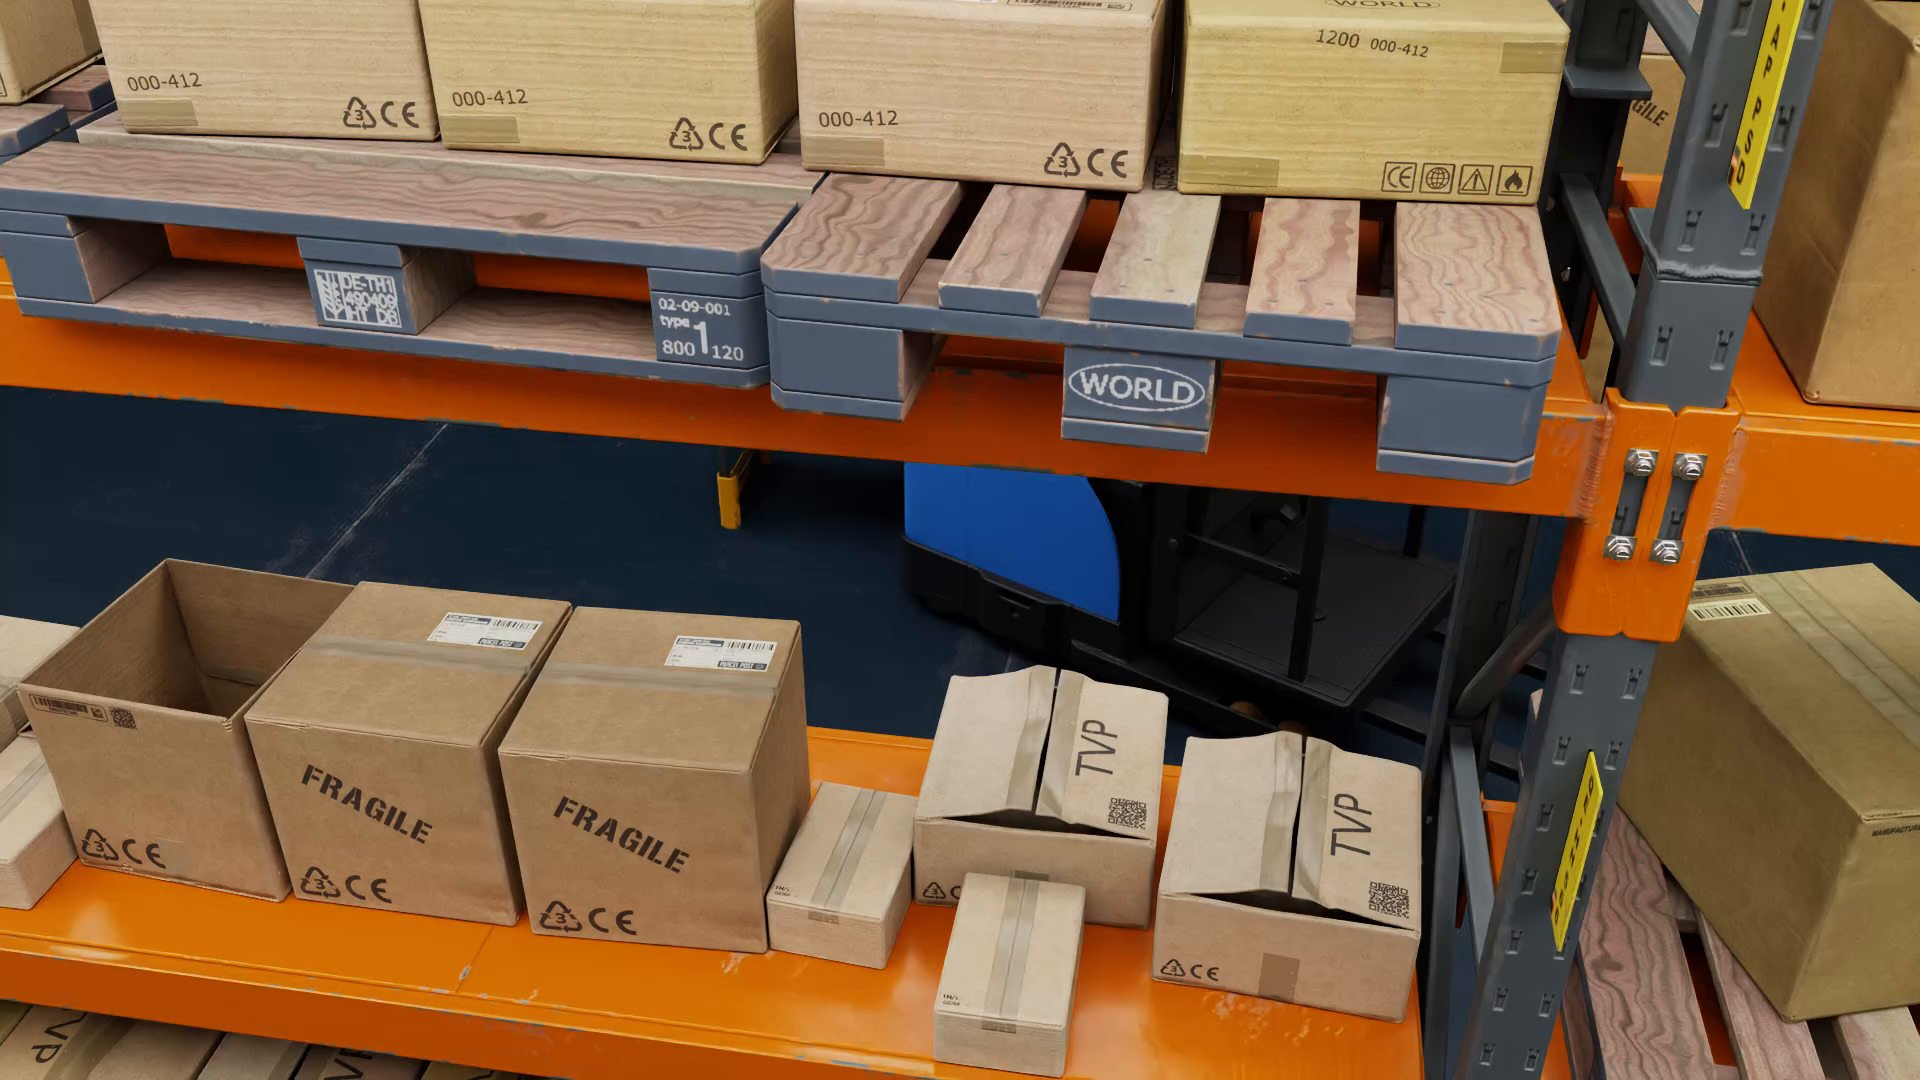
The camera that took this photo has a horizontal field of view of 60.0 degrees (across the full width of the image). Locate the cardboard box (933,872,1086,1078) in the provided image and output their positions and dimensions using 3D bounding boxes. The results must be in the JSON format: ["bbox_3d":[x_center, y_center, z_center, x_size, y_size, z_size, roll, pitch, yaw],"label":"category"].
[{"bbox_3d":[0.104,0.854,3.296,0.250,0.149,0.380,5,32,8],"label":"cardboard box"}]

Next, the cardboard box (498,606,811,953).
[{"bbox_3d":[-0.620,0.499,3.531,0.500,0.500,0.500,3,32,6],"label":"cardboard box"}]

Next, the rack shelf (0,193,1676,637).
[{"bbox_3d":[-0.935,-0.462,3.012,4.000,0.370,1.077,5,32,8],"label":"rack shelf"}]

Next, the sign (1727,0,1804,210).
[{"bbox_3d":[0.935,-0.552,1.915,0.005,0.325,0.100,5,32,8],"label":"sign"}]

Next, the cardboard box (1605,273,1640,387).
[{"bbox_3d":[3.432,-0.959,7.586,0.750,0.750,0.750,5,32,8],"label":"cardboard box"}]

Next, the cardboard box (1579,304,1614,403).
[{"bbox_3d":[2.569,-1.041,7.716,0.750,0.750,0.750,5,32,8],"label":"cardboard box"}]

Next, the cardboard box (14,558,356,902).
[{"bbox_3d":[-1.632,0.408,3.677,0.500,0.500,0.500,7,33,12],"label":"cardboard box"}]

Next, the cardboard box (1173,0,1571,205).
[{"bbox_3d":[0.580,-0.714,2.482,0.500,0.250,0.500,3,32,5],"label":"cardboard box"}]

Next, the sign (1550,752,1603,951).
[{"bbox_3d":[0.947,0.483,2.560,0.005,0.325,0.100,5,32,8],"label":"sign"}]

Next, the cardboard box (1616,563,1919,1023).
[{"bbox_3d":[1.677,0.460,3.198,0.500,0.500,0.700,-5,32,-8],"label":"cardboard box"}]

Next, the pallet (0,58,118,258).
[{"bbox_3d":[-2.034,-0.793,3.042,1.217,0.209,0.805,4,32,6],"label":"pallet"}]

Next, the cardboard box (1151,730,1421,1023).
[{"bbox_3d":[0.686,0.665,3.444,0.500,0.311,0.500,7,33,11],"label":"cardboard box"}]

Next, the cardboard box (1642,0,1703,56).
[{"bbox_3d":[2.801,-2.180,6.806,0.500,0.250,0.500,5,32,8],"label":"cardboard box"}]

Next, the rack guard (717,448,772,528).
[{"bbox_3d":[-0.970,-0.313,7.515,0.087,0.250,0.587,5,32,8],"label":"rack guard"}]

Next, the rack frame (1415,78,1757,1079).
[{"bbox_3d":[1.037,0.683,3.332,0.127,3.000,1.000,5,32,8],"label":"rack frame"}]

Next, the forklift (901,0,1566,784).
[{"bbox_3d":[1.252,-0.749,5.684,3.031,2.935,1.130,21,38,30],"label":"forklift"}]

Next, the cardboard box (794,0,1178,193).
[{"bbox_3d":[0.060,-0.751,2.542,0.500,0.250,0.500,6,33,10],"label":"cardboard box"}]

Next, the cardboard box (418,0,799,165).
[{"bbox_3d":[-0.502,-0.808,2.633,0.500,0.250,0.500,5,32,7],"label":"cardboard box"}]

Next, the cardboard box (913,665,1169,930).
[{"bbox_3d":[0.188,0.540,3.645,0.500,0.311,0.500,5,32,8],"label":"cardboard box"}]

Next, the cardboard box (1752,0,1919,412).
[{"bbox_3d":[1.473,-0.610,2.475,0.500,0.500,0.910,5,32,8],"label":"cardboard box"}]

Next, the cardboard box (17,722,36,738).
[{"bbox_3d":[-2.008,0.365,3.966,0.258,0.266,0.396,4,32,7],"label":"cardboard box"}]

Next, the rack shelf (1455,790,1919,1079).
[{"bbox_3d":[3.008,1.166,3.237,4.000,0.370,1.077,5,32,8],"label":"rack shelf"}]

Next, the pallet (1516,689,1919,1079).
[{"bbox_3d":[1.717,0.788,3.345,1.003,0.211,1.213,5,32,8],"label":"pallet"}]

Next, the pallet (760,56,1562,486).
[{"bbox_3d":[0.353,-0.522,2.608,1.003,0.211,1.213,7,33,10],"label":"pallet"}]

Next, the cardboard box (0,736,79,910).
[{"bbox_3d":[-2.067,0.618,3.672,0.250,0.149,0.380,5,32,8],"label":"cardboard box"}]

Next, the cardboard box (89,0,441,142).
[{"bbox_3d":[-1.032,-0.857,2.711,0.500,0.250,0.500,3,32,4],"label":"cardboard box"}]

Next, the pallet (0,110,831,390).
[{"bbox_3d":[-0.750,-0.621,2.765,1.213,0.211,1.003,7,33,10],"label":"pallet"}]

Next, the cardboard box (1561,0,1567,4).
[{"bbox_3d":[2.299,-2.225,6.877,0.500,0.250,0.500,6,33,9],"label":"cardboard box"}]

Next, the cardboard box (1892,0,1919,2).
[{"bbox_3d":[1.466,-1.013,2.177,0.500,0.500,0.500,5,32,8],"label":"cardboard box"}]

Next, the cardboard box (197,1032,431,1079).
[{"bbox_3d":[-1.538,1.336,3.956,0.500,0.311,0.500,4,32,7],"label":"cardboard box"}]

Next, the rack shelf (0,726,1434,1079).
[{"bbox_3d":[-0.935,0.809,3.808,4.000,0.370,1.077,5,32,8],"label":"rack shelf"}]

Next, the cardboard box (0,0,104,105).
[{"bbox_3d":[-1.758,-0.952,2.863,0.500,0.250,0.500,2,32,3],"label":"cardboard box"}]

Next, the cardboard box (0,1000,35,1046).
[{"bbox_3d":[-2.541,1.243,4.104,0.500,0.311,0.500,5,32,8],"label":"cardboard box"}]

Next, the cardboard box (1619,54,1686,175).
[{"bbox_3d":[2.817,-1.856,6.995,0.500,0.500,0.500,6,33,10],"label":"cardboard box"}]

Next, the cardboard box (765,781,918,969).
[{"bbox_3d":[-0.230,0.705,3.533,0.250,0.149,0.380,8,33,12],"label":"cardboard box"}]

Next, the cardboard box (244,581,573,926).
[{"bbox_3d":[-1.139,0.452,3.606,0.500,0.500,0.500,5,32,8],"label":"cardboard box"}]

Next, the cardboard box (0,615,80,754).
[{"bbox_3d":[-2.413,0.411,3.908,0.500,0.250,0.500,7,33,11],"label":"cardboard box"}]

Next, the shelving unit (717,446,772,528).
[{"bbox_3d":[-0.479,-0.799,7.113,1.083,1.500,0.587,5,32,8],"label":"shelving unit"}]

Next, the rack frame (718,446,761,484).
[{"bbox_3d":[-0.989,-0.845,7.186,0.032,1.500,0.500,5,32,8],"label":"rack frame"}]

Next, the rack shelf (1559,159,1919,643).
[{"bbox_3d":[3.008,-0.105,2.442,4.000,0.370,1.077,5,32,8],"label":"rack shelf"}]

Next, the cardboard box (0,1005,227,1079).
[{"bbox_3d":[-2.048,1.290,4.029,0.500,0.311,0.500,5,32,8],"label":"cardboard box"}]

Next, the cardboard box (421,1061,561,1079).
[{"bbox_3d":[-1.025,1.379,3.886,0.500,0.311,0.500,6,33,10],"label":"cardboard box"}]

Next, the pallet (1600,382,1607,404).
[{"bbox_3d":[2.631,-0.616,8.036,1.213,0.211,1.003,5,32,8],"label":"pallet"}]

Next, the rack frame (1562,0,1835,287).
[{"bbox_3d":[1.037,-1.860,1.740,0.127,3.000,1.000,5,32,8],"label":"rack frame"}]
